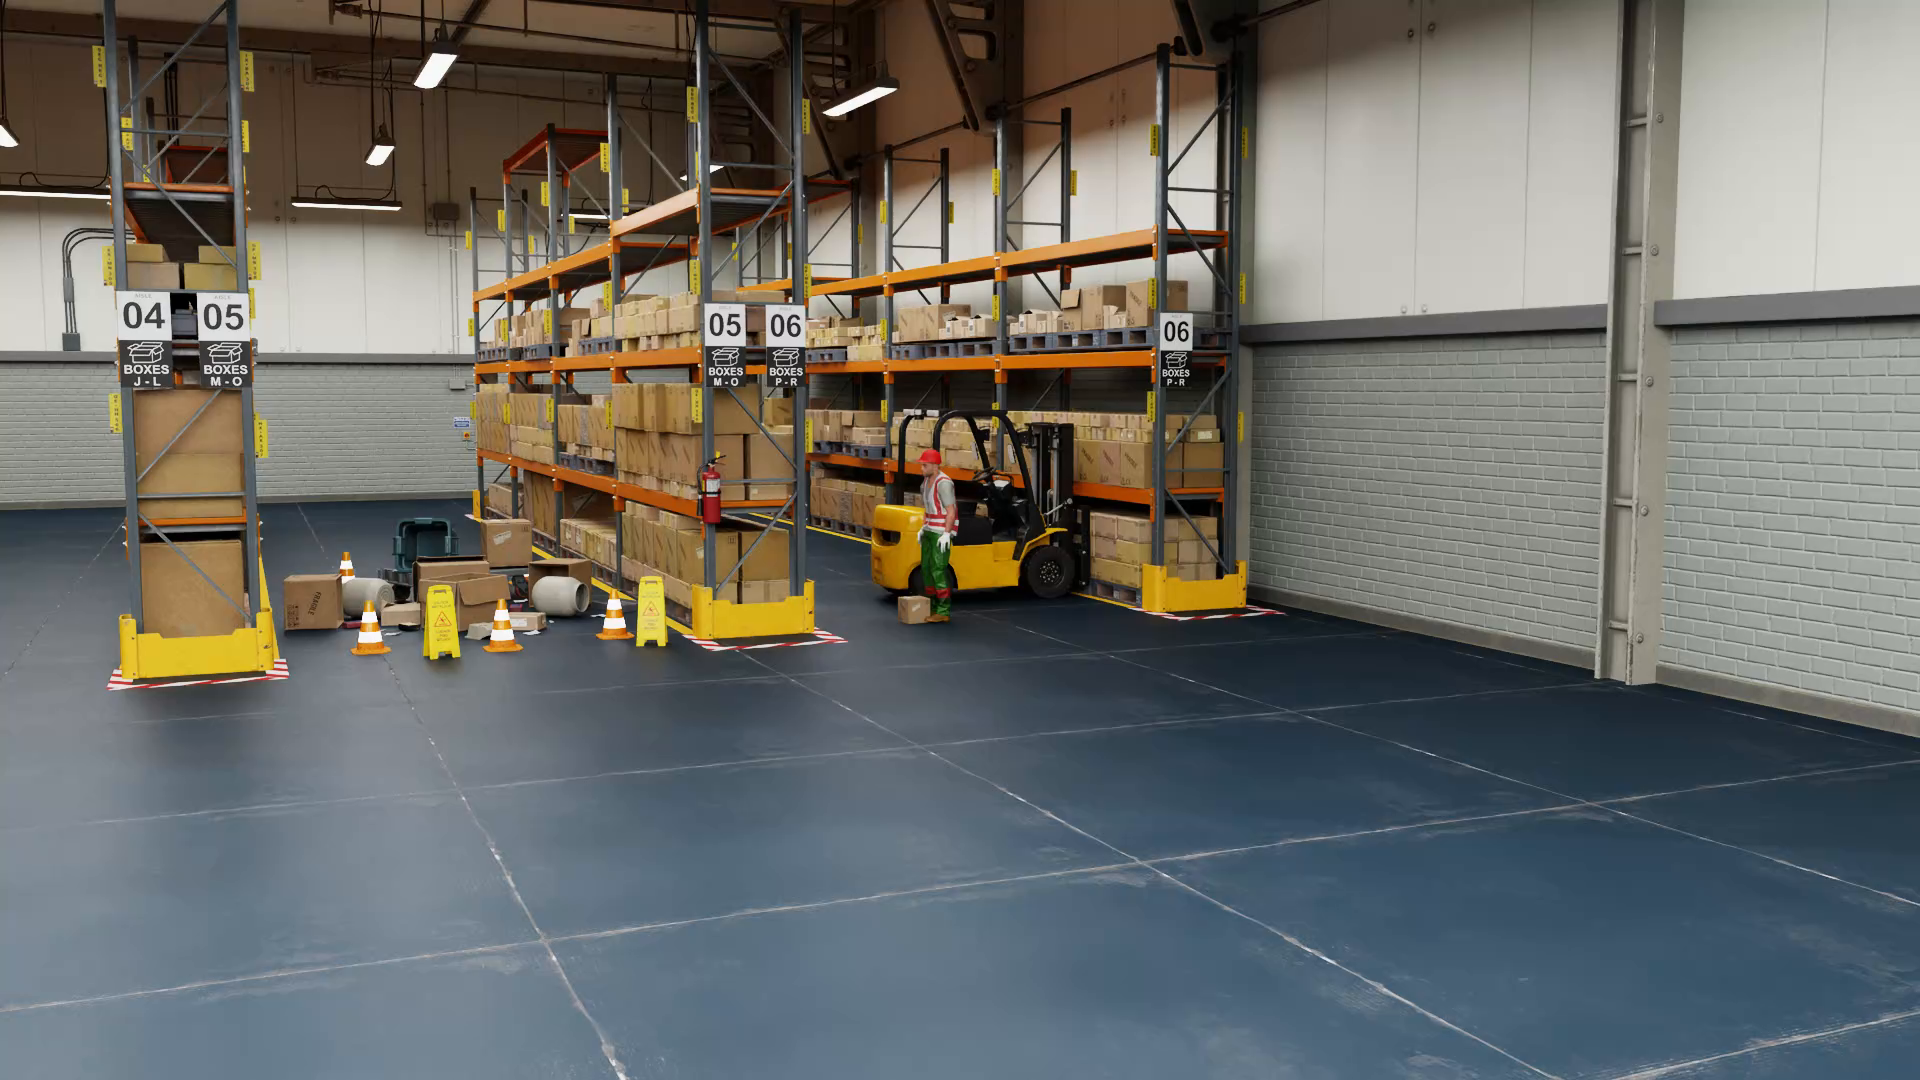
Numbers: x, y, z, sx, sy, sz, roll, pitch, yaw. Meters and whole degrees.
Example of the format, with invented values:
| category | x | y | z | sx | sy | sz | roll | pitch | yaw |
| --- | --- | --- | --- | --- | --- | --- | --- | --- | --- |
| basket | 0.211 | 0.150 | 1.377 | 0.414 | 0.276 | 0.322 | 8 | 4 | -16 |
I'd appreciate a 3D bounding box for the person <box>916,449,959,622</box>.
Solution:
| category | x | y | z | sx | sy | sz | roll | pitch | yaw |
| --- | --- | --- | --- | --- | --- | --- | --- | --- | --- |
| person | -0.262 | -0.049 | 17.148 | 0.451 | 1.778 | 0.612 | -3 | 6 | -27 |
